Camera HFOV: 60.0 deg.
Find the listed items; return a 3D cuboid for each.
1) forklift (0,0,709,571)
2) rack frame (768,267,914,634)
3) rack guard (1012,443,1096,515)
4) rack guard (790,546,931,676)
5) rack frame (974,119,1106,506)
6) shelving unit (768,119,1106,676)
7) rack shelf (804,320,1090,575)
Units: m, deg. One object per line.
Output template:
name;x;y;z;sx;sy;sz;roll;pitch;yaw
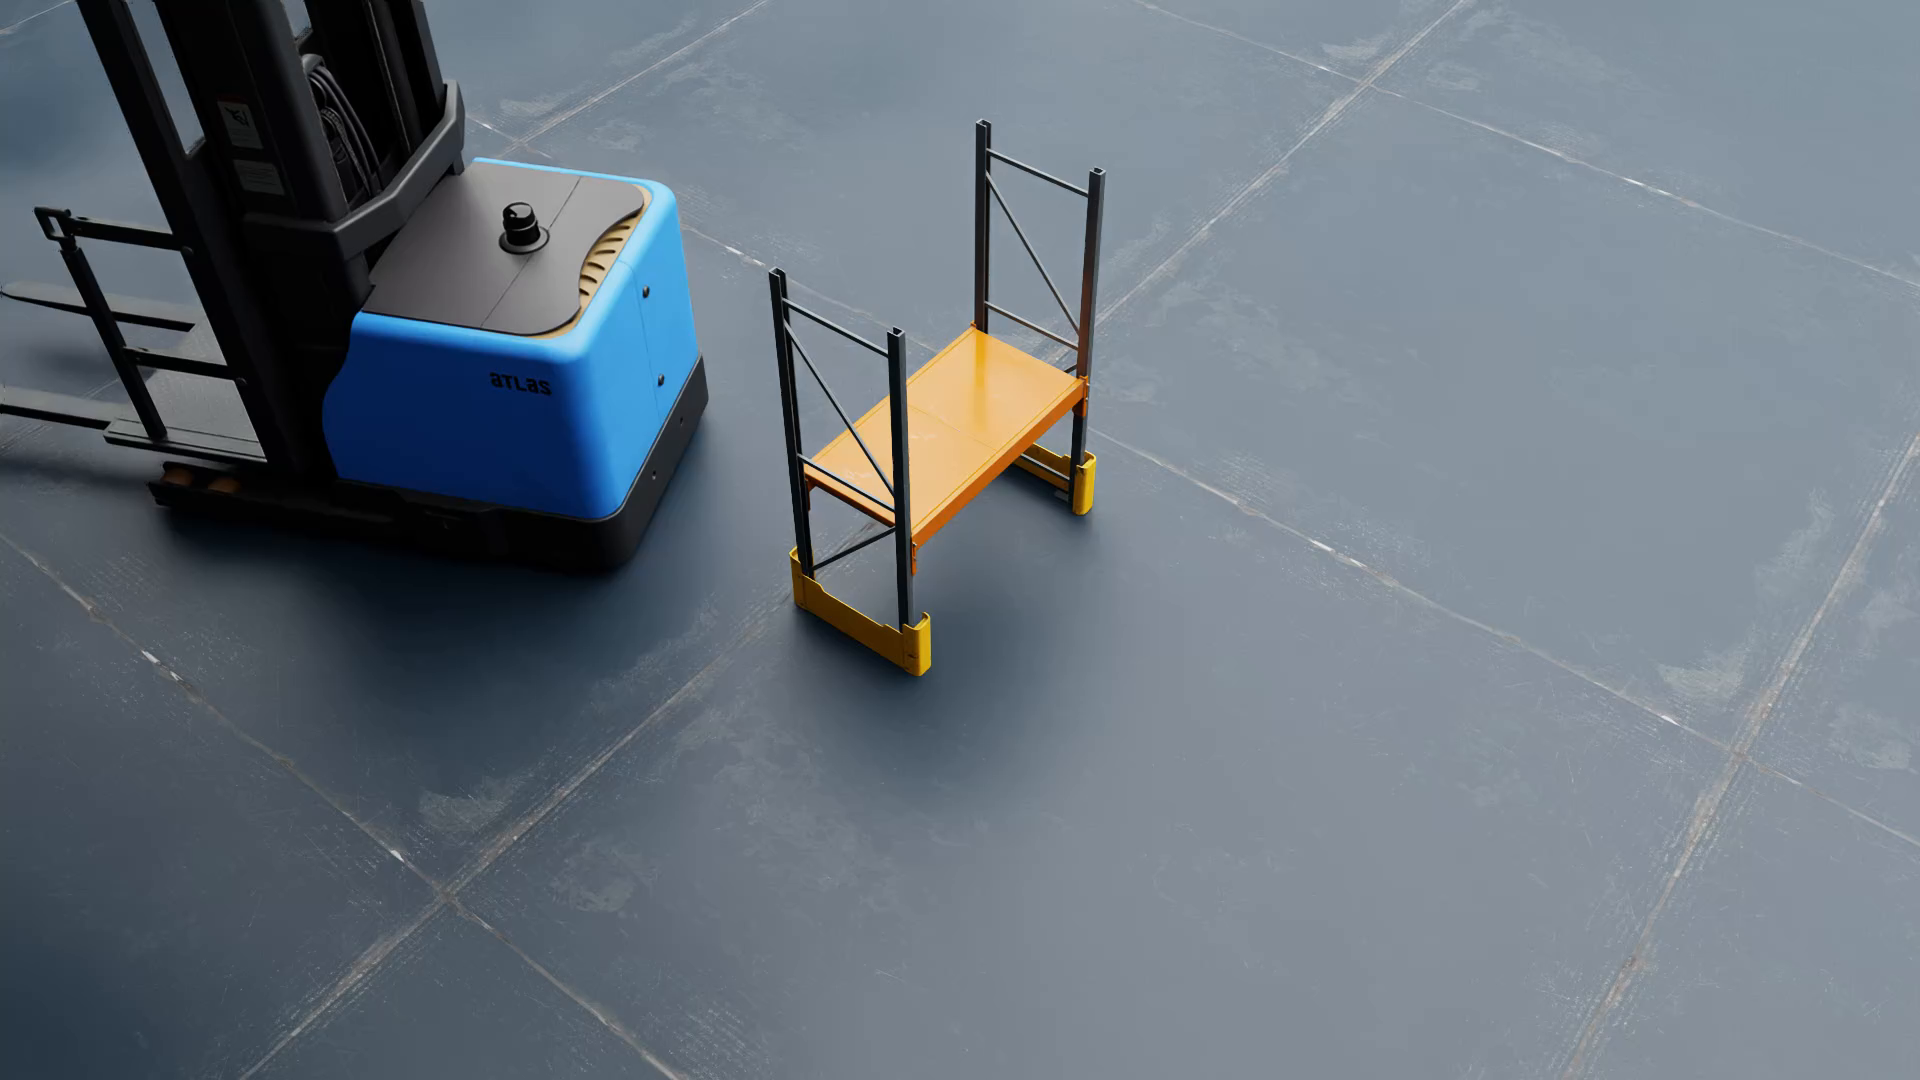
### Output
forklift;-2.583;-1.457;5.615;3.031;2.935;1.130;9;47;9
rack frame;-0.363;-0.178;5.383;0.500;1.500;0.032;29;53;25
rack guard;0.258;-0.328;6.390;0.587;0.250;0.087;29;53;25
rack guard;-0.351;0.242;5.846;0.587;0.250;0.087;29;53;25
rack frame;0.259;-0.760;5.939;0.500;1.500;0.032;29;53;25
shelving unit;-0.047;-0.474;5.666;0.587;1.500;1.083;29;53;25
rack shelf;-0.052;-0.345;5.791;0.538;0.185;1.000;29;53;25
